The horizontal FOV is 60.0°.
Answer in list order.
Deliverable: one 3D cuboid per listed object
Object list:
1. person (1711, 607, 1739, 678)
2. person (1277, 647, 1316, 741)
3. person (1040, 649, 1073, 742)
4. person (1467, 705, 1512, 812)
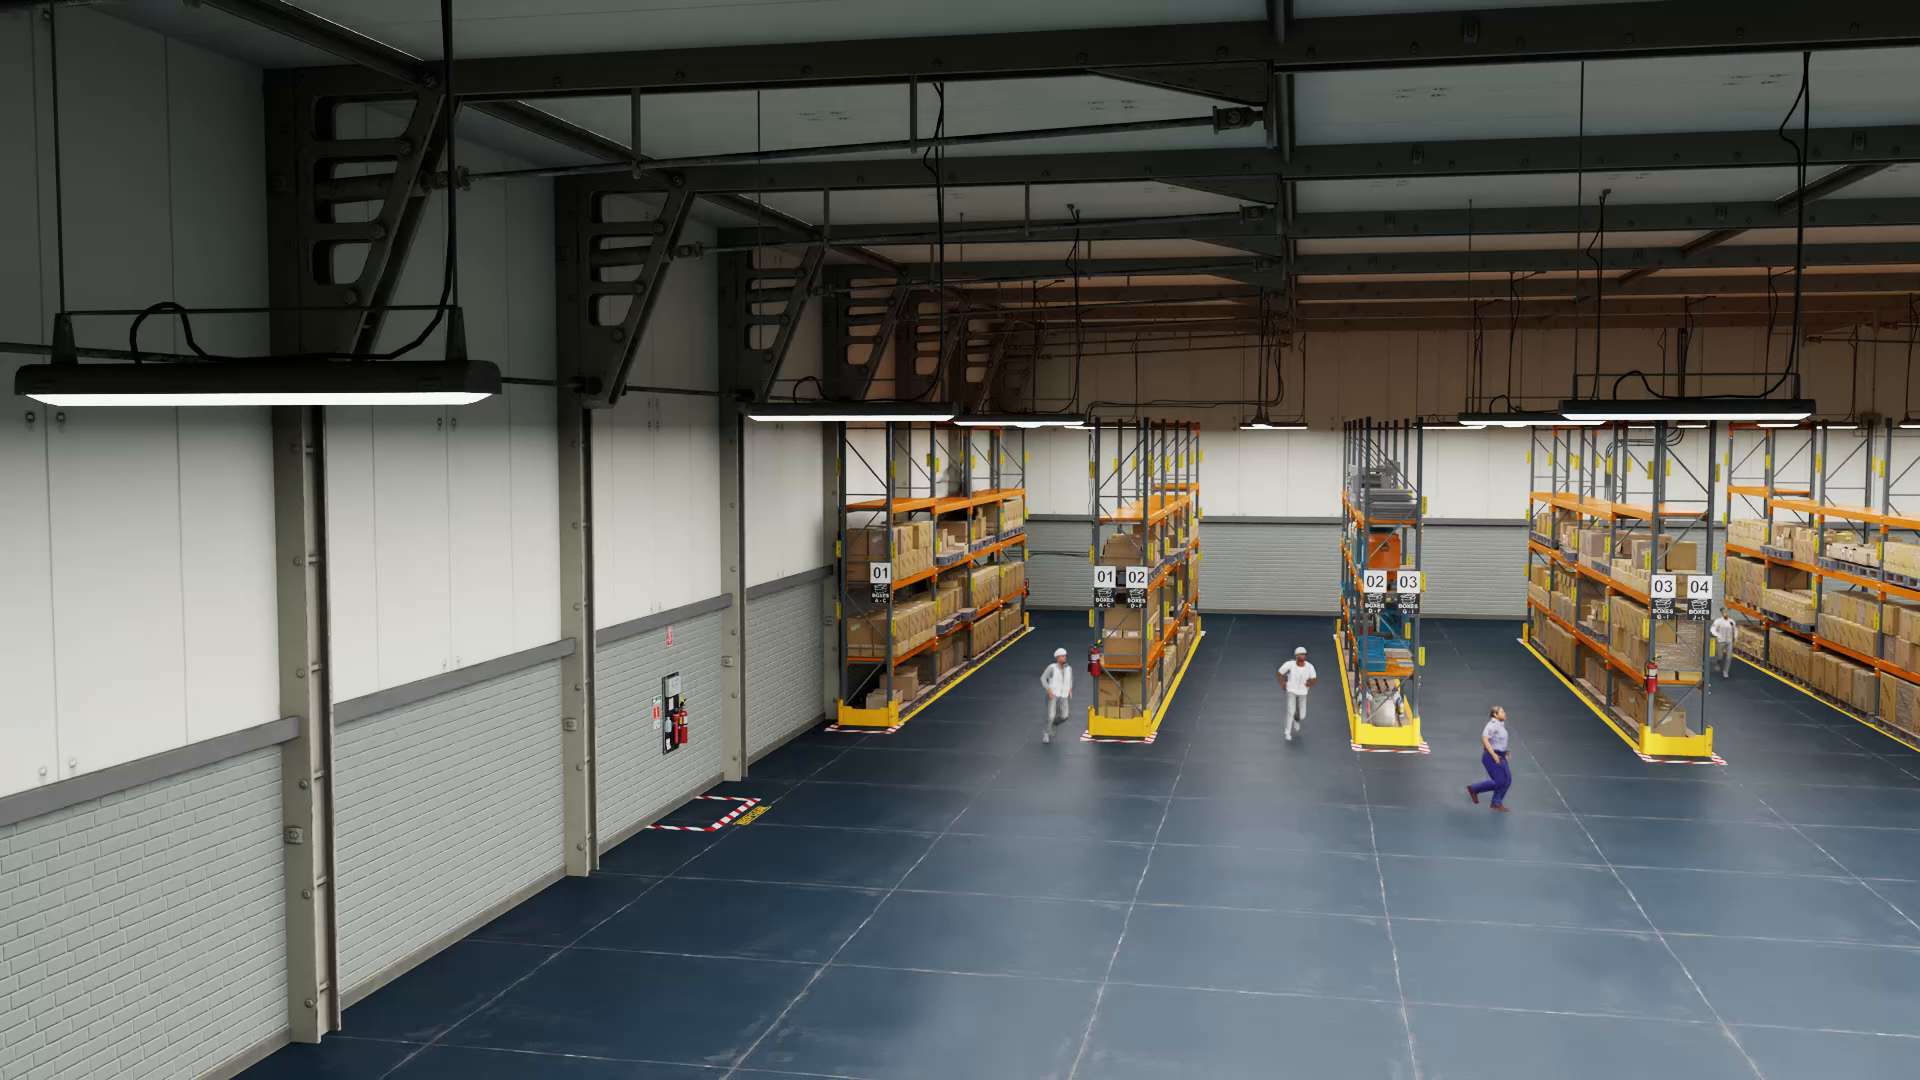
[{"bbox_3d":[17.895,2.372,38.897,0.620,1.650,0.650,1,4,13],"label":"person"},{"bbox_3d":[6.334,2.865,31.230,0.728,1.702,0.735,0,4,-4],"label":"person"},{"bbox_3d":[1.843,2.872,30.824,0.711,1.715,0.514,-1,4,-21],"label":"person"},{"bbox_3d":[8.024,3.296,25.176,0.612,1.616,0.630,2,4,31],"label":"person"}]
